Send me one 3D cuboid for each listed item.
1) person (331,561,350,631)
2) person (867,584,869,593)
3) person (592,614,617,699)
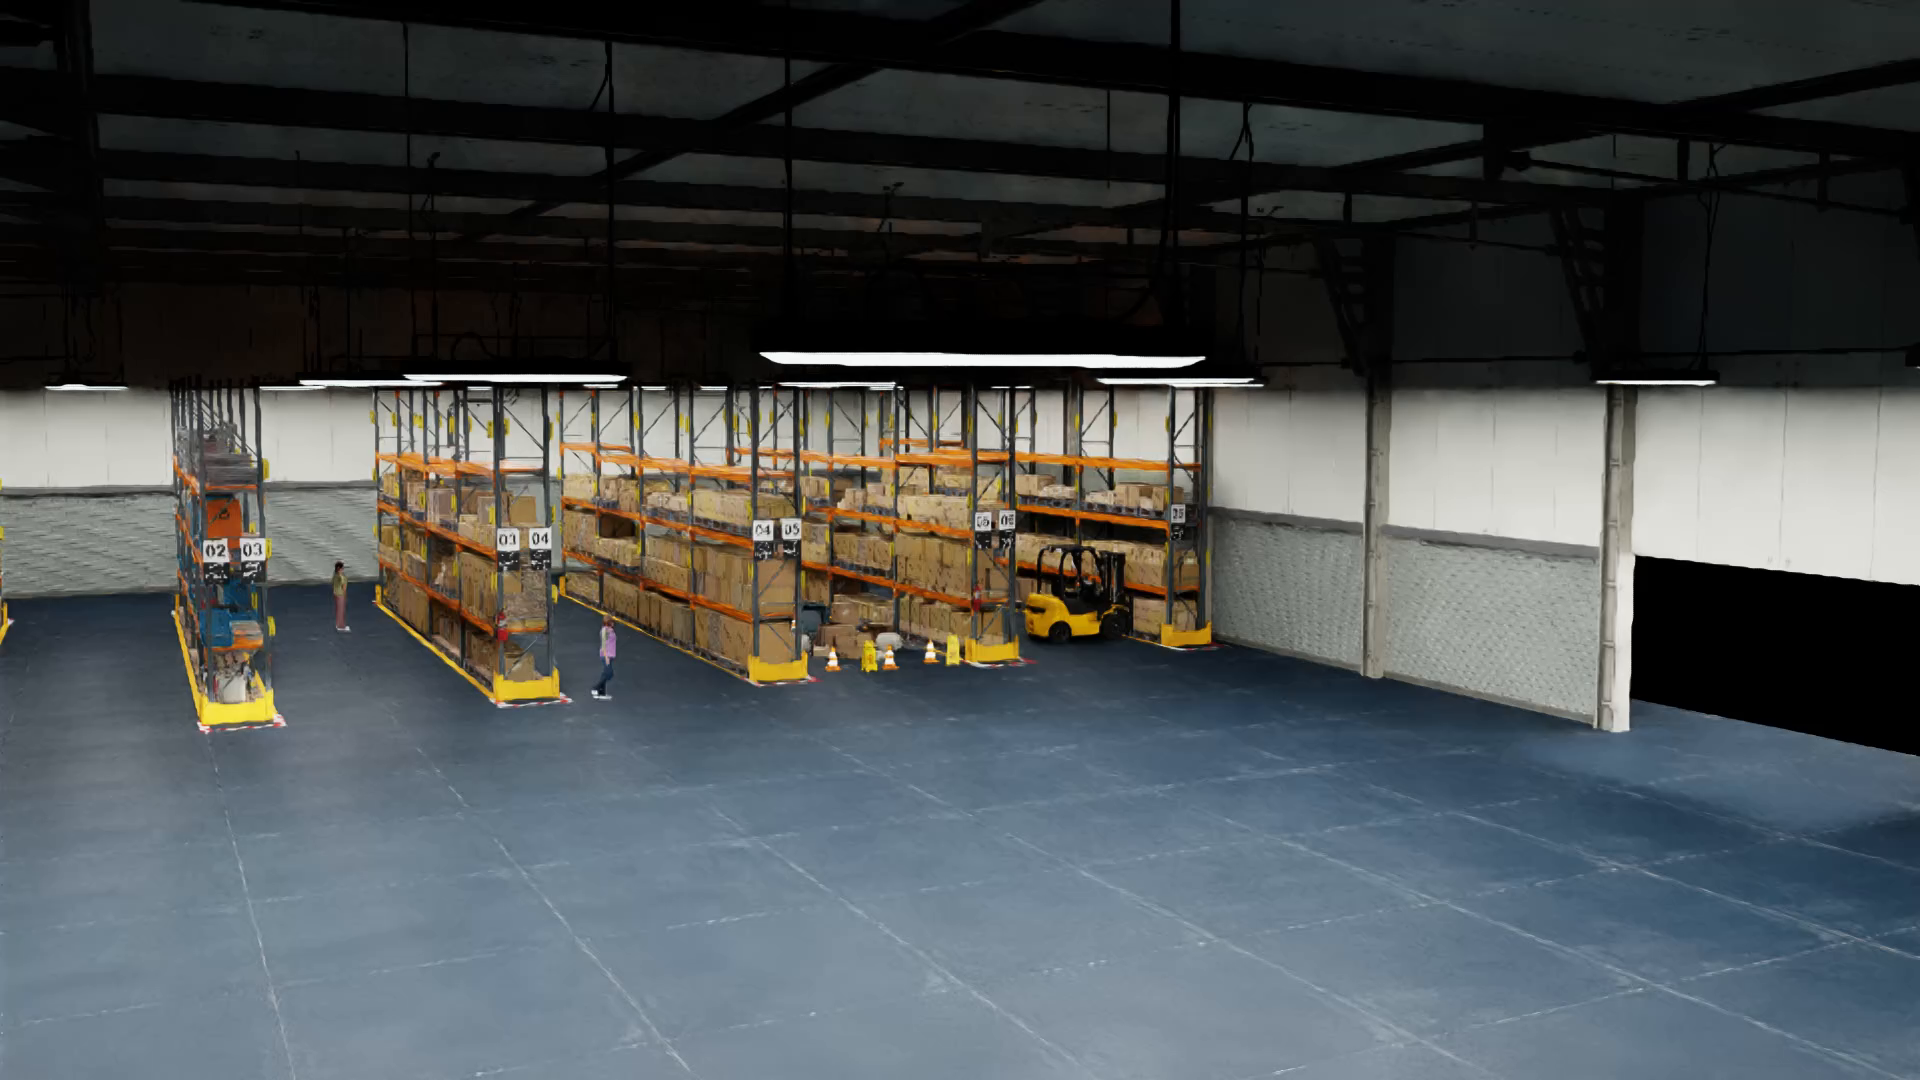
[{"bbox_3d":[-14.820,1.332,39.859,0.495,1.674,0.445,4,6,35],"label":"person"},{"bbox_3d":[-2.772,0.793,46.032,0.551,1.653,0.574,0,5,5],"label":"person"},{"bbox_3d":[-6.620,2.173,30.917,0.419,1.590,0.564,0,5,5],"label":"person"}]
